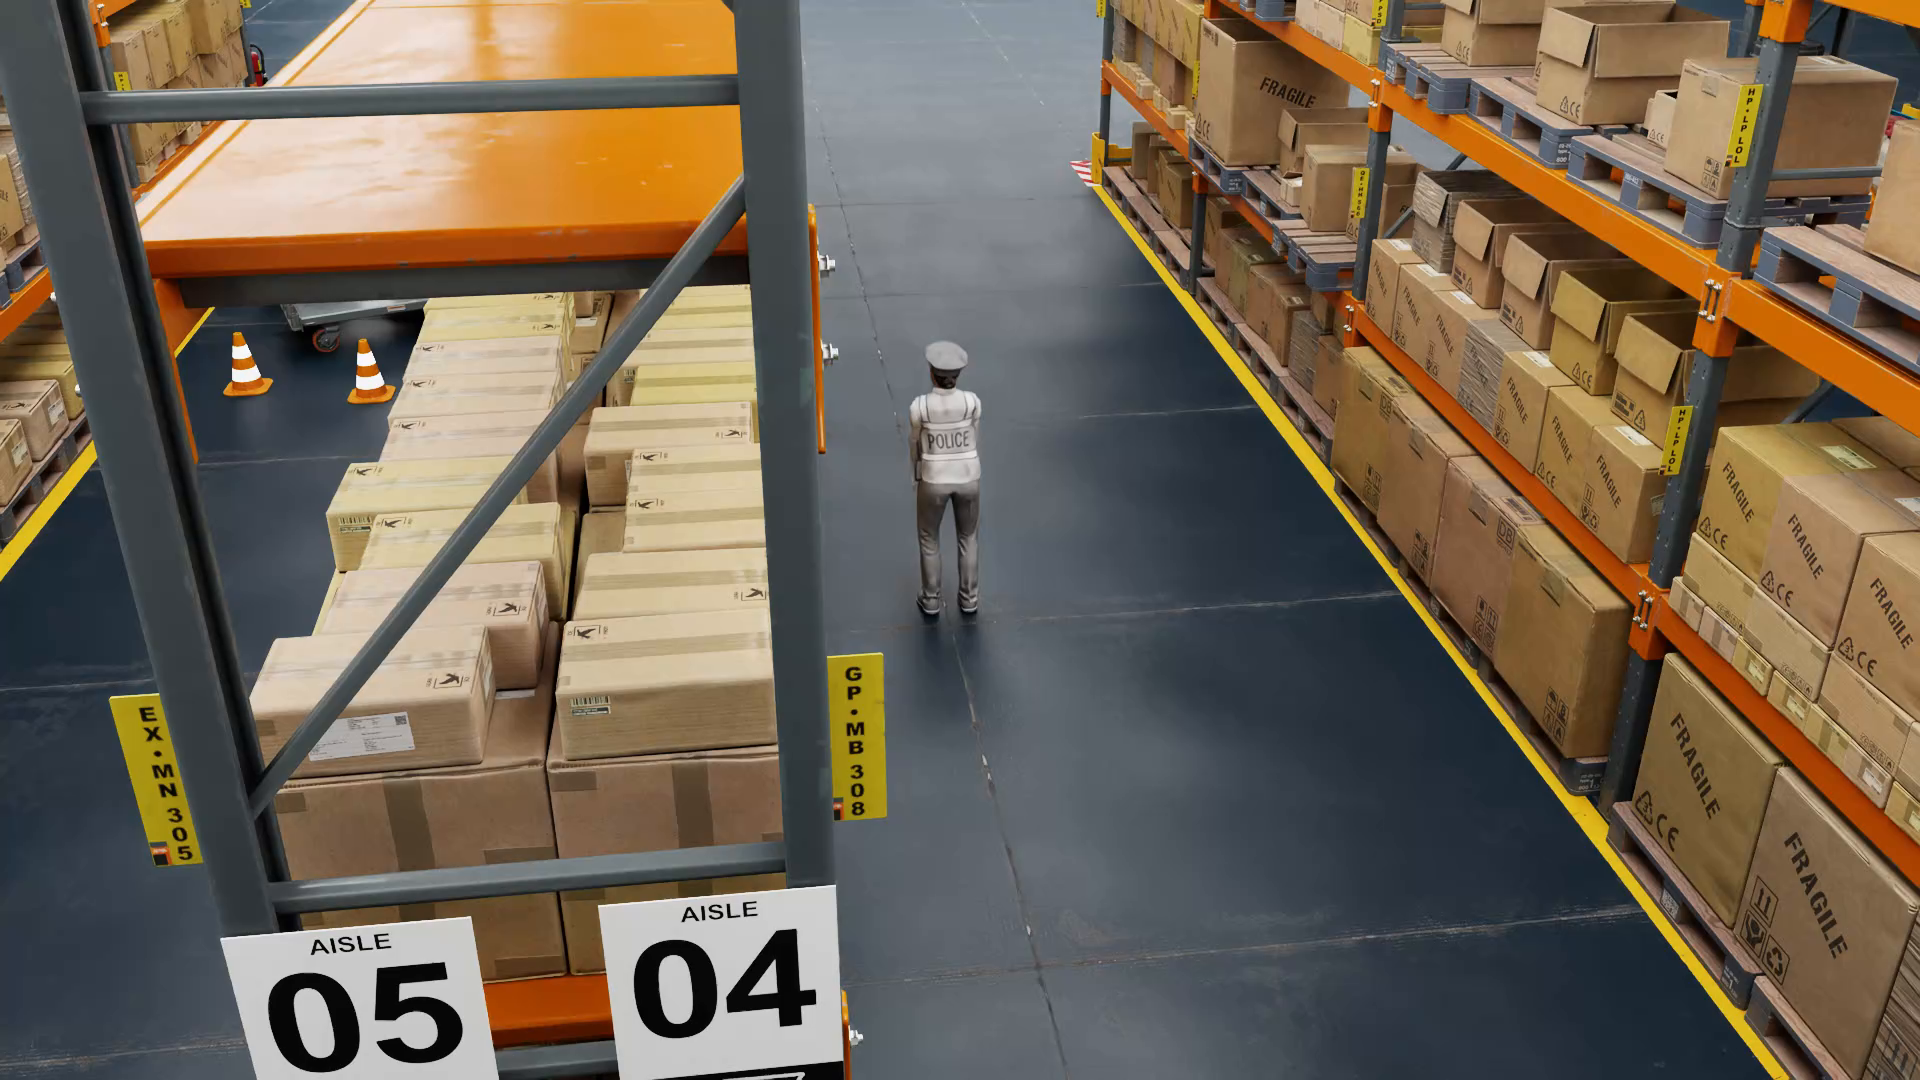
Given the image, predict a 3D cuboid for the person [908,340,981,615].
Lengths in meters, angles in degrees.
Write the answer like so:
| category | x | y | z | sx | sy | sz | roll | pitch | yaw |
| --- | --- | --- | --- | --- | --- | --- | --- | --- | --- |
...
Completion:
| category | x | y | z | sx | sy | sz | roll | pitch | yaw |
| --- | --- | --- | --- | --- | --- | --- | --- | --- | --- |
| person | -0.095 | -0.377 | 9.808 | 0.417 | 1.682 | 0.528 | -4 | 28 | -9 |
